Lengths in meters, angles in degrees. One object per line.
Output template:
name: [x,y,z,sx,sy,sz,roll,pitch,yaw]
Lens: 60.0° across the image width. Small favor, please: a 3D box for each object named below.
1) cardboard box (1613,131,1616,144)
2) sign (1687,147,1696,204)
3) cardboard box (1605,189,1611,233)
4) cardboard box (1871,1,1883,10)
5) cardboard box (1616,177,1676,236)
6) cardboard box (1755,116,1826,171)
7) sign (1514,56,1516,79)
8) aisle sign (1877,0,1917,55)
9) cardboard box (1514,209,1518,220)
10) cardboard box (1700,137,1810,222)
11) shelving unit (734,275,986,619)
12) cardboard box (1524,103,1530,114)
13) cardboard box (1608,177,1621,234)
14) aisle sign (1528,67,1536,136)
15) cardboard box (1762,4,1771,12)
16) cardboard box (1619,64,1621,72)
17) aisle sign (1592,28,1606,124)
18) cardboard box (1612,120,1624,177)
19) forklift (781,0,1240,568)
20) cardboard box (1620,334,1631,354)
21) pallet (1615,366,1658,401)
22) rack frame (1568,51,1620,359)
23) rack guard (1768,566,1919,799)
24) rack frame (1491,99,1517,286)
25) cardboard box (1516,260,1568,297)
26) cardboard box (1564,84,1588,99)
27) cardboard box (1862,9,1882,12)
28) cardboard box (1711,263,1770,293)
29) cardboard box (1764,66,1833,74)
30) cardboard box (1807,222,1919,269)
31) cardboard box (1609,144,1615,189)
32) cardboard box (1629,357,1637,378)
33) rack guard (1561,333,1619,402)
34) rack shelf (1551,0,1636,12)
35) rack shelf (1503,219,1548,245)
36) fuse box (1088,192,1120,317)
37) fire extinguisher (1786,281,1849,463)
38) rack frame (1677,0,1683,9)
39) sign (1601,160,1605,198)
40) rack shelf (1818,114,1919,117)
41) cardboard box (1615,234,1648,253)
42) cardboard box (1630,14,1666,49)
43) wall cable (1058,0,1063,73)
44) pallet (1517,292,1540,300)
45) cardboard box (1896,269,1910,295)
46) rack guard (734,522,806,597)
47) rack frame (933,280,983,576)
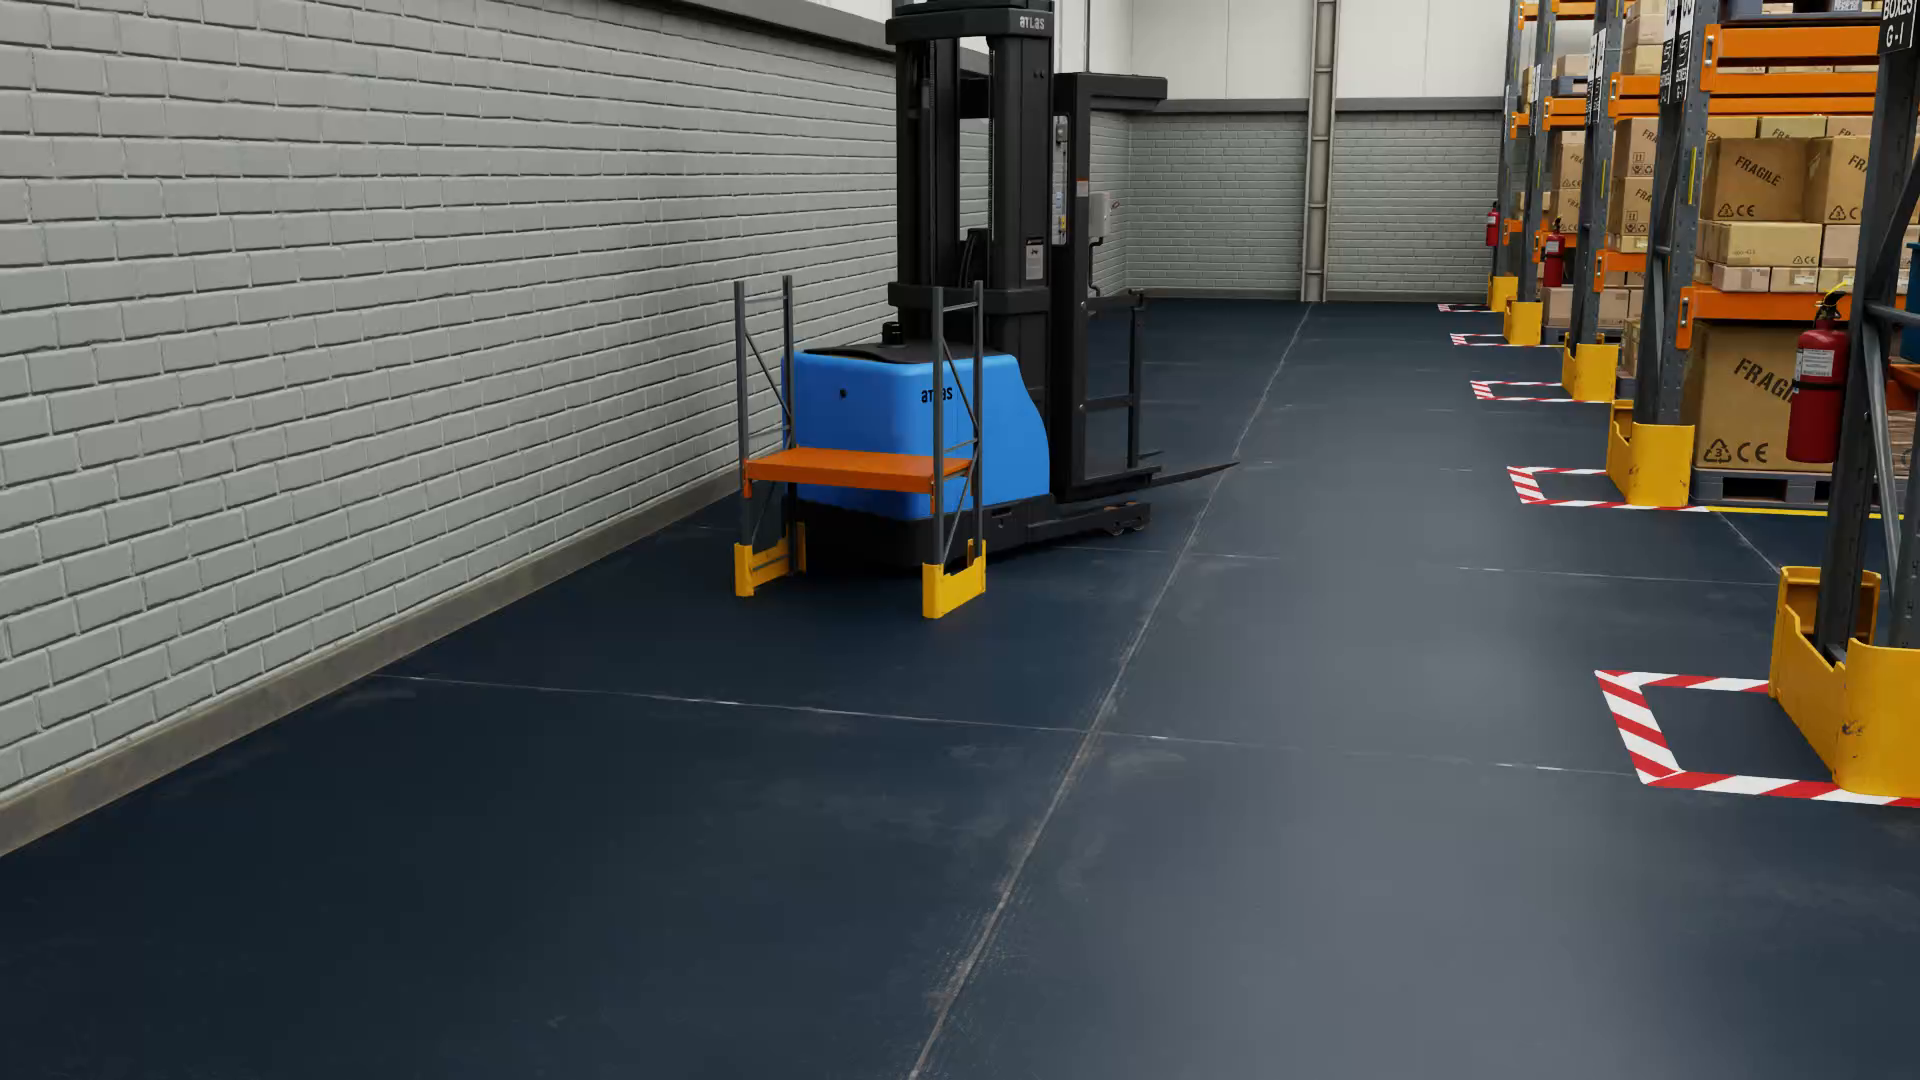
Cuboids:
cardboard box: [7.575,-4.613,19.063,0.250,0.149,0.380,3,13,15]
sign: [4.287,-2.133,9.741,0.005,0.325,0.100,3,13,14]
cardboard box: [7.695,-3.815,19.274,0.500,0.500,0.500,3,13,13]
cardboard box: [7.714,-4.477,13.836,0.250,0.149,0.380,3,13,13]
cardboard box: [6.082,-2.939,14.636,0.500,0.500,0.500,4,13,16]
cardboard box: [7.076,-3.372,14.283,0.500,0.500,0.500,3,13,12]
sign: [7.856,-6.693,23.533,0.005,0.325,0.100,3,13,14]
aisle sign: [3.239,-2.081,5.686,0.004,0.787,0.394,3,13,14]
cardboard box: [8.372,-4.833,24.671,0.250,0.149,0.380,3,13,13]
cardboard box: [4.962,-2.256,10.406,0.500,0.500,0.500,3,13,14]
shelving unit: [-0.480,-0.476,7.915,1.083,1.500,0.587,5,14,23]
cardboard box: [8.240,-6.192,23.874,0.250,0.149,0.380,3,13,15]
cardboard box: [6.210,-3.051,15.141,0.500,0.500,0.500,3,13,15]
aisle sign: [6.805,-5.210,19.790,0.004,0.787,0.394,3,13,14]
cardboard box: [6.697,-4.532,14.081,0.250,0.149,0.380,3,13,14]
cardboard box: [7.685,-5.458,19.365,0.250,0.149,0.380,2,13,9]
aisle sign: [5.570,-4.036,14.497,0.004,0.787,0.394,3,13,14]
cardboard box: [6.216,-3.537,15.023,0.500,0.500,0.500,3,13,12]
forklift: [0.444,-1.526,9.343,3.031,2.935,1.130,-12,17,-43]
cardboard box: [6.293,-1.817,15.424,0.250,0.149,0.380,3,13,12]
pallet: [6.566,-1.411,15.106,1.213,0.211,1.003,3,13,14]
rack frame: [5.712,-2.826,15.045,0.127,3.000,1.000,3,13,14]
rack guard: [3.213,0.475,5.937,0.348,0.500,1.175,3,13,14]
rack frame: [7.986,-4.916,24.466,0.127,3.000,1.000,3,13,14]
cardboard box: [8.557,-3.851,24.458,0.637,0.503,0.797,3,13,11]
cardboard box: [8.850,-6.350,23.663,0.500,0.250,0.500,3,13,15]
cardboard box: [7.562,-4.302,13.966,0.500,0.250,0.500,3,13,11]
cardboard box: [4.691,-1.578,9.999,0.250,0.149,0.380,3,13,14]
cardboard box: [7.100,-4.088,14.154,0.500,0.250,0.500,3,13,12]
cardboard box: [5.333,-1.753,9.868,0.500,0.250,0.500,3,13,13]
cardboard box: [7.701,-4.299,19.145,0.500,0.500,0.500,3,13,12]
cardboard box: [6.144,-1.545,14.883,0.250,0.149,0.380,3,13,15]
rack guard: [5.786,-1.602,15.298,0.348,0.500,1.175,3,13,14]
rack shelf: [8.742,-6.151,18.765,4.000,0.370,1.077,3,13,14]
rack shelf: [9.928,-4.461,24.077,4.000,0.370,1.077,3,13,14]
fuse box: [1.965,-3.965,23.154,0.414,1.711,0.539,3,13,14]
fire extinguisher: [3.202,-0.630,6.188,0.183,0.674,0.296,3,13,14]
rack frame: [4.426,-4.717,9.718,0.127,3.000,1.000,3,13,14]
sign: [5.582,-3.134,14.437,0.005,0.325,0.100,3,13,14]
rack shelf: [13.811,-5.718,22.816,4.000,0.370,1.077,3,13,14]
cardboard box: [5.948,-2.618,14.686,0.250,0.149,0.380,3,13,13]
cardboard box: [6.086,-4.383,14.331,0.500,0.250,0.500,3,13,14]
wall cable: [1.210,-7.037,20.175,0.029,3.000,0.463,3,13,14]
pallet: [8.834,-3.509,24.565,1.213,0.211,1.003,3,13,14]
cardboard box: [5.443,-1.538,9.821,0.250,0.149,0.380,3,13,13]
rack guard: [-0.936,0.091,8.246,0.087,0.250,0.587,5,14,23]
rack frame: [-0.007,-0.431,7.712,0.032,1.500,0.500,5,14,23]
